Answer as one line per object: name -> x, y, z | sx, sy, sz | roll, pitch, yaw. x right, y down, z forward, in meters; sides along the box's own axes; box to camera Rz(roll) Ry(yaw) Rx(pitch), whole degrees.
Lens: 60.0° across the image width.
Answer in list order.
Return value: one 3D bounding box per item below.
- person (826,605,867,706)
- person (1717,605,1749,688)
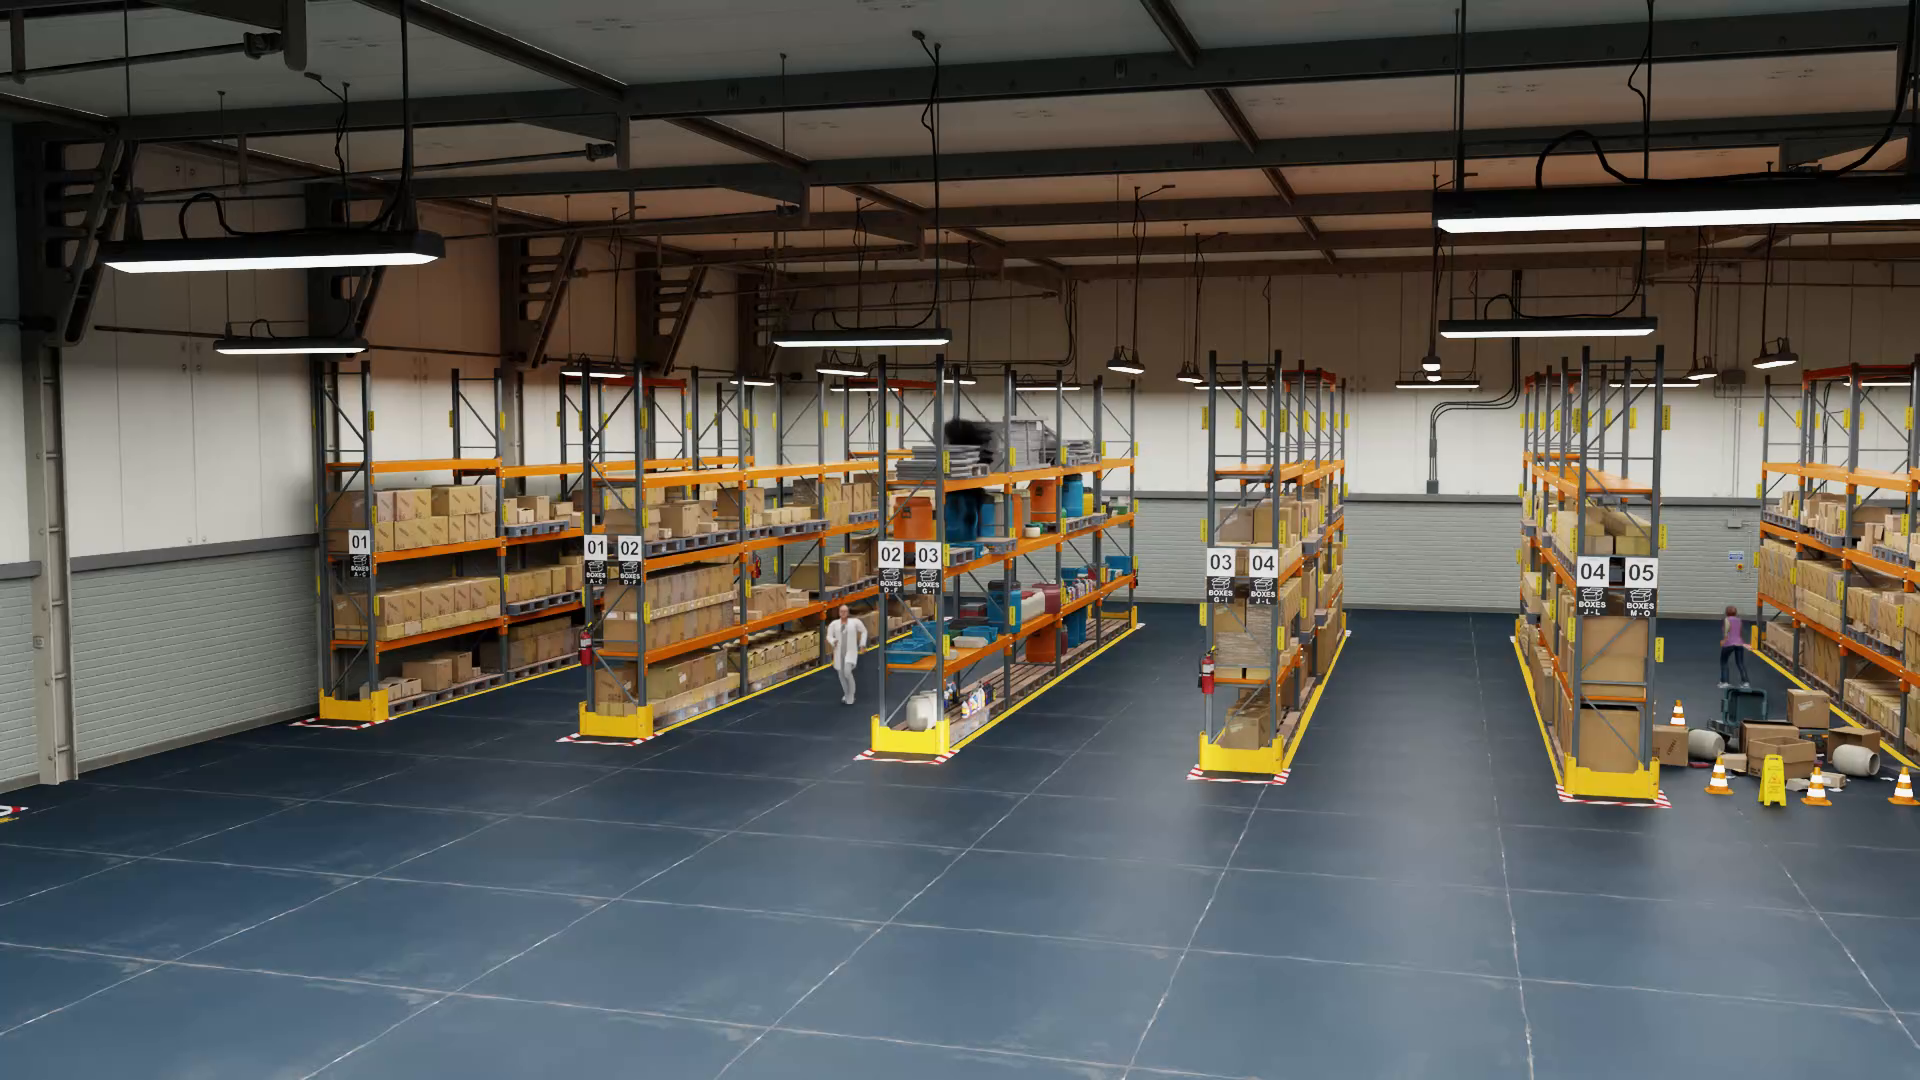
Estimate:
person -> -2.020, 2.032, 29.273 | 0.660, 1.779, 0.849 | 1, 4, 12
person -> 14.395, 2.009, 30.926 | 0.533, 1.566, 0.905 | 0, 4, -3
